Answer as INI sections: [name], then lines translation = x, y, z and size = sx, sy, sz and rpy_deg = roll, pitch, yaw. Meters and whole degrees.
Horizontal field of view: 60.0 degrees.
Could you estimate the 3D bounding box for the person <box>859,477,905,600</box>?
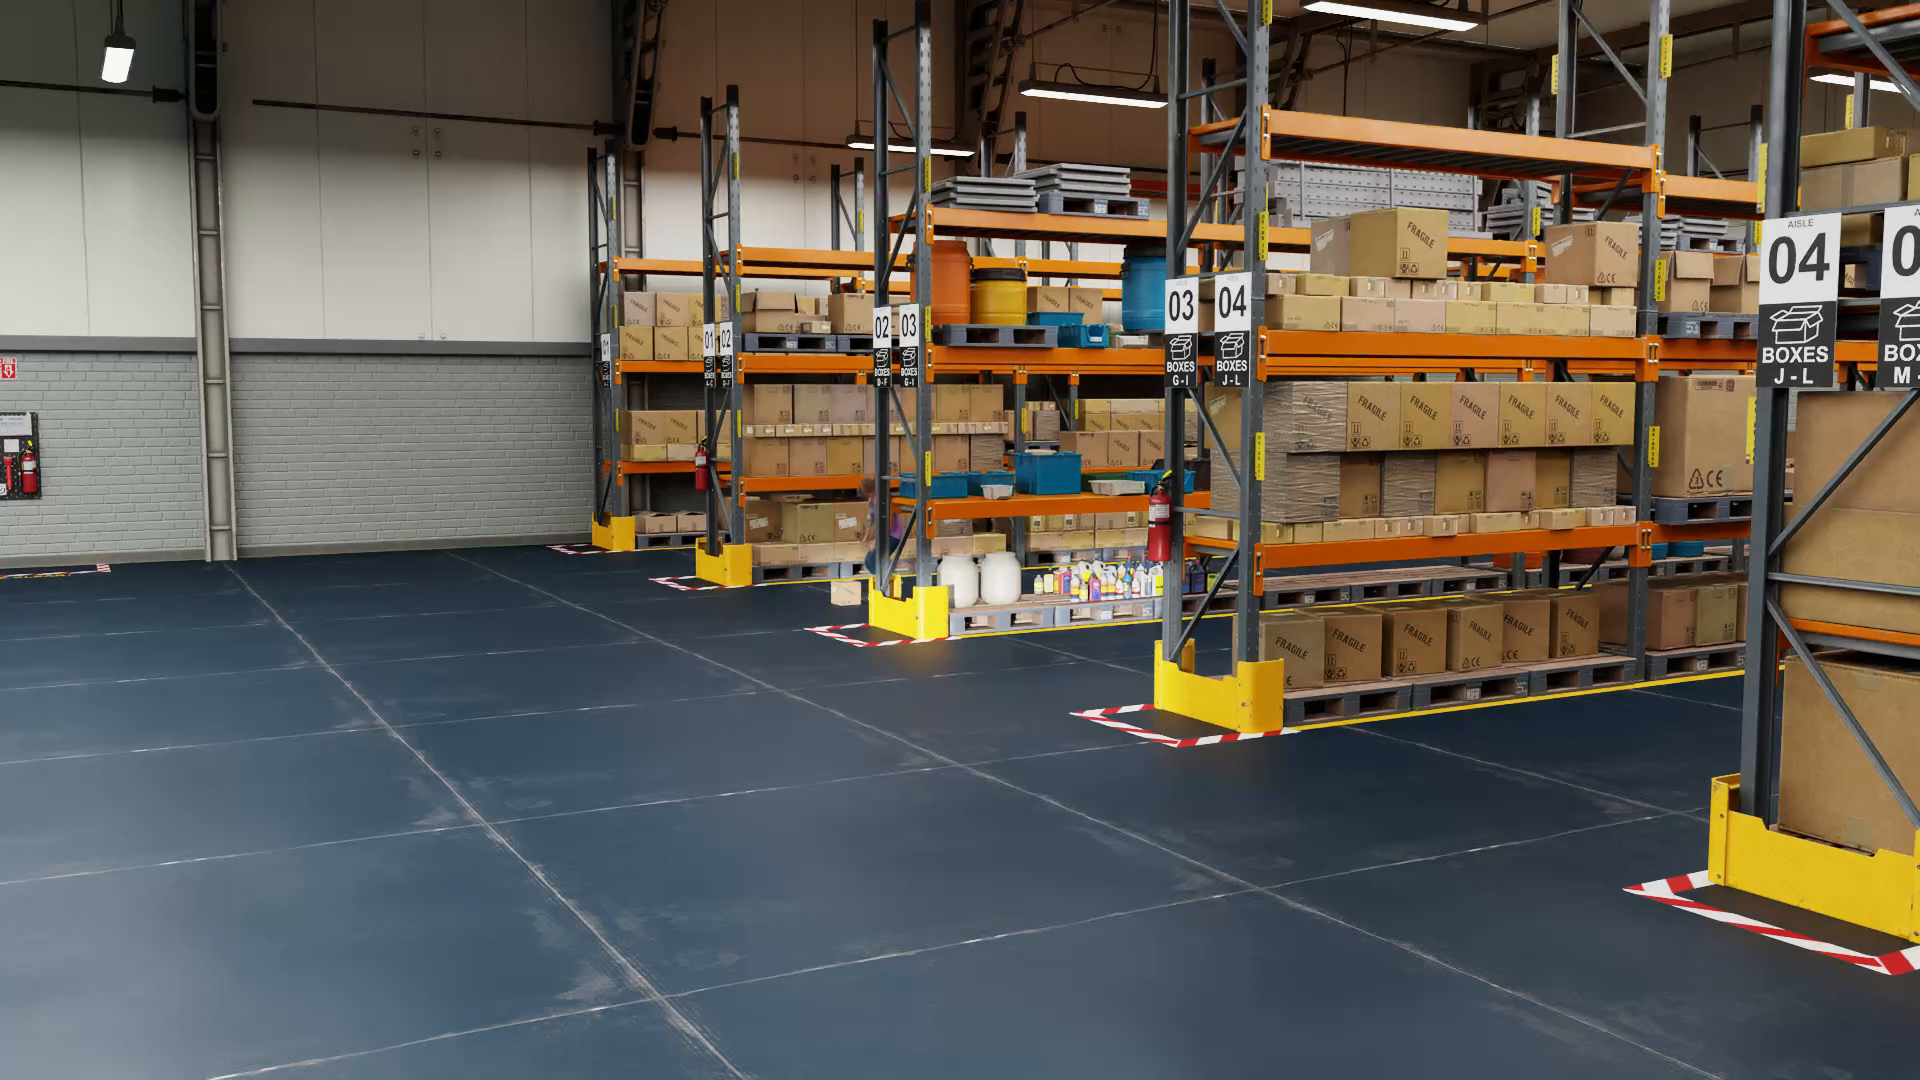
[person]
translation = -0.873, -0.006, 18.717
size = 0.560, 1.423, 0.456
rpy_deg = -3, 6, -28
